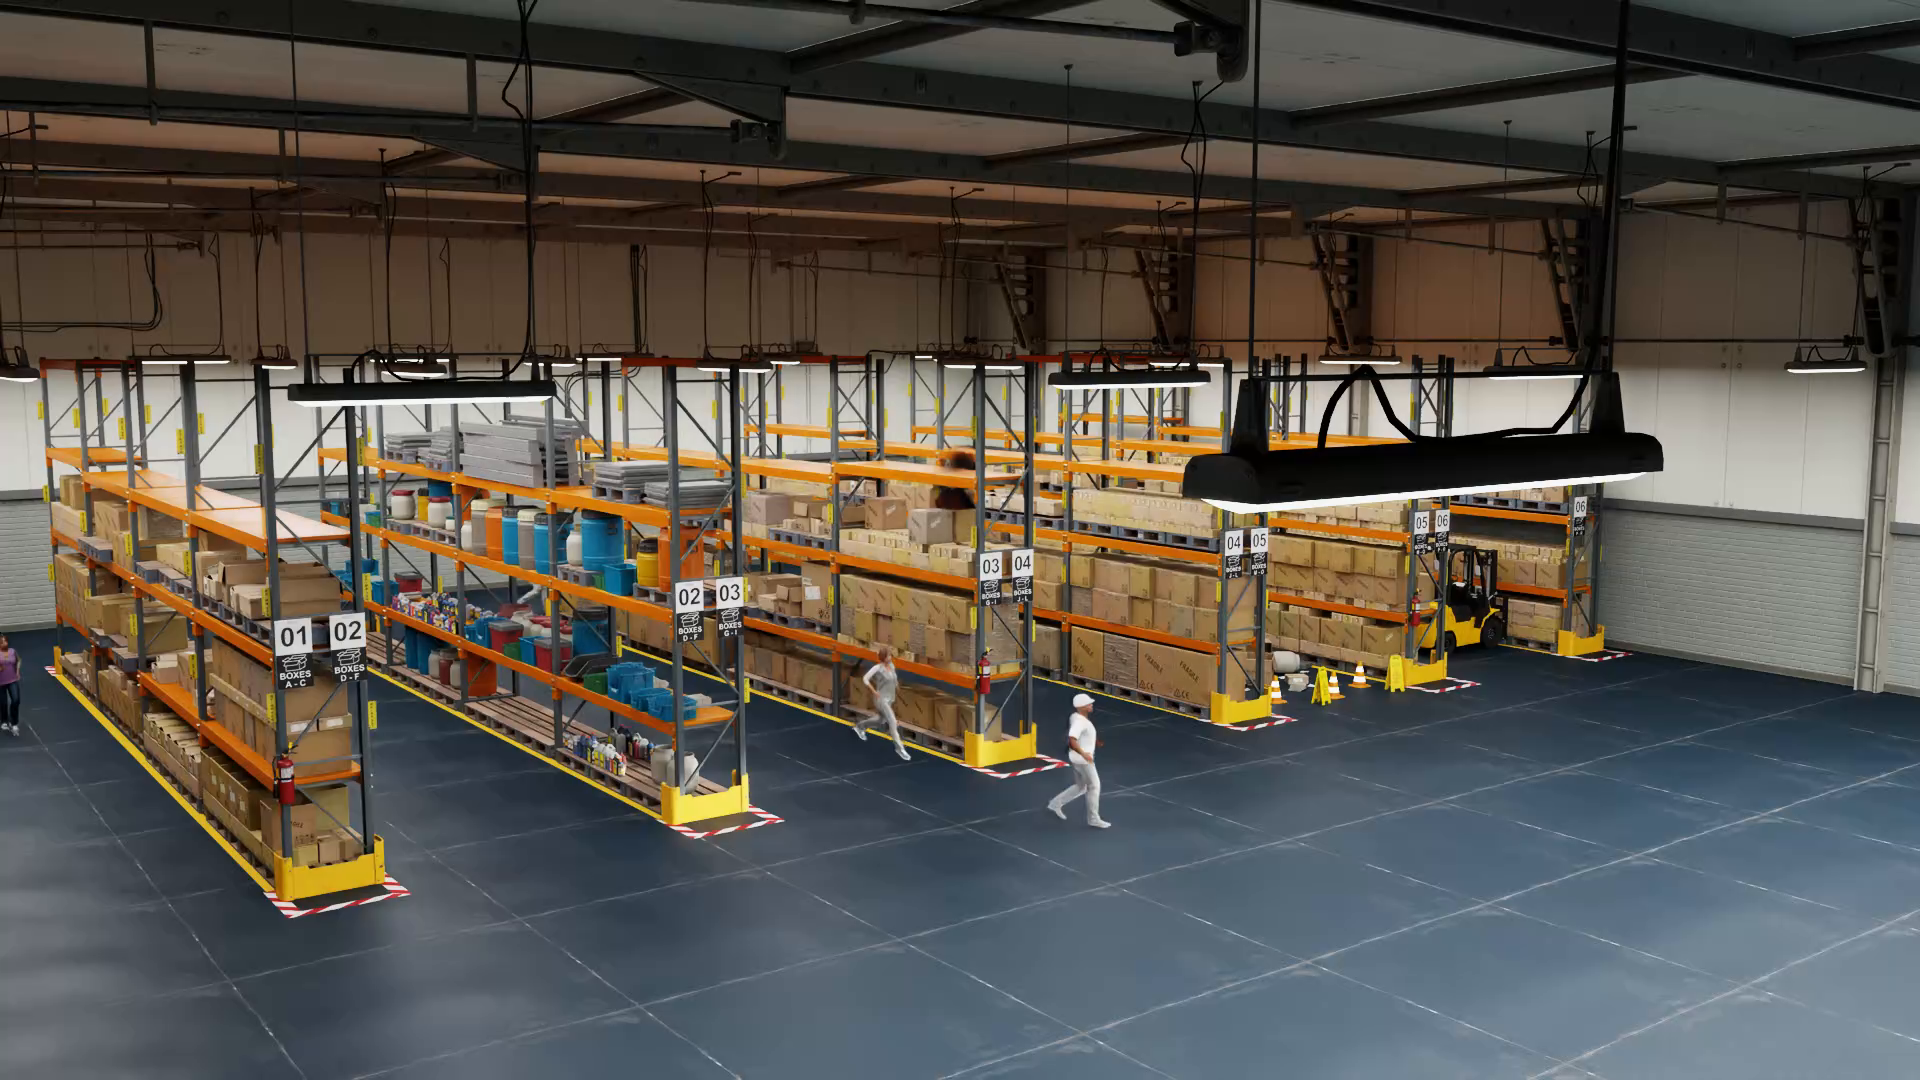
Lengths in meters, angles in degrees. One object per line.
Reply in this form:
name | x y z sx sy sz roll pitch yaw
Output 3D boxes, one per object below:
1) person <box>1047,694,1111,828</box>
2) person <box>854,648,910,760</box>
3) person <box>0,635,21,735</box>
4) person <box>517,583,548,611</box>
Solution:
person | 1.561 2.868 21.613 0.826 1.768 0.701 -1 7 -5
person | -1.139 2.372 24.473 1.035 1.599 0.506 4 8 29
person | -15.332 2.346 26.750 0.514 1.608 0.653 -5 9 -38
person | -9.820 0.850 38.464 0.948 1.828 0.687 -4 8 -32
